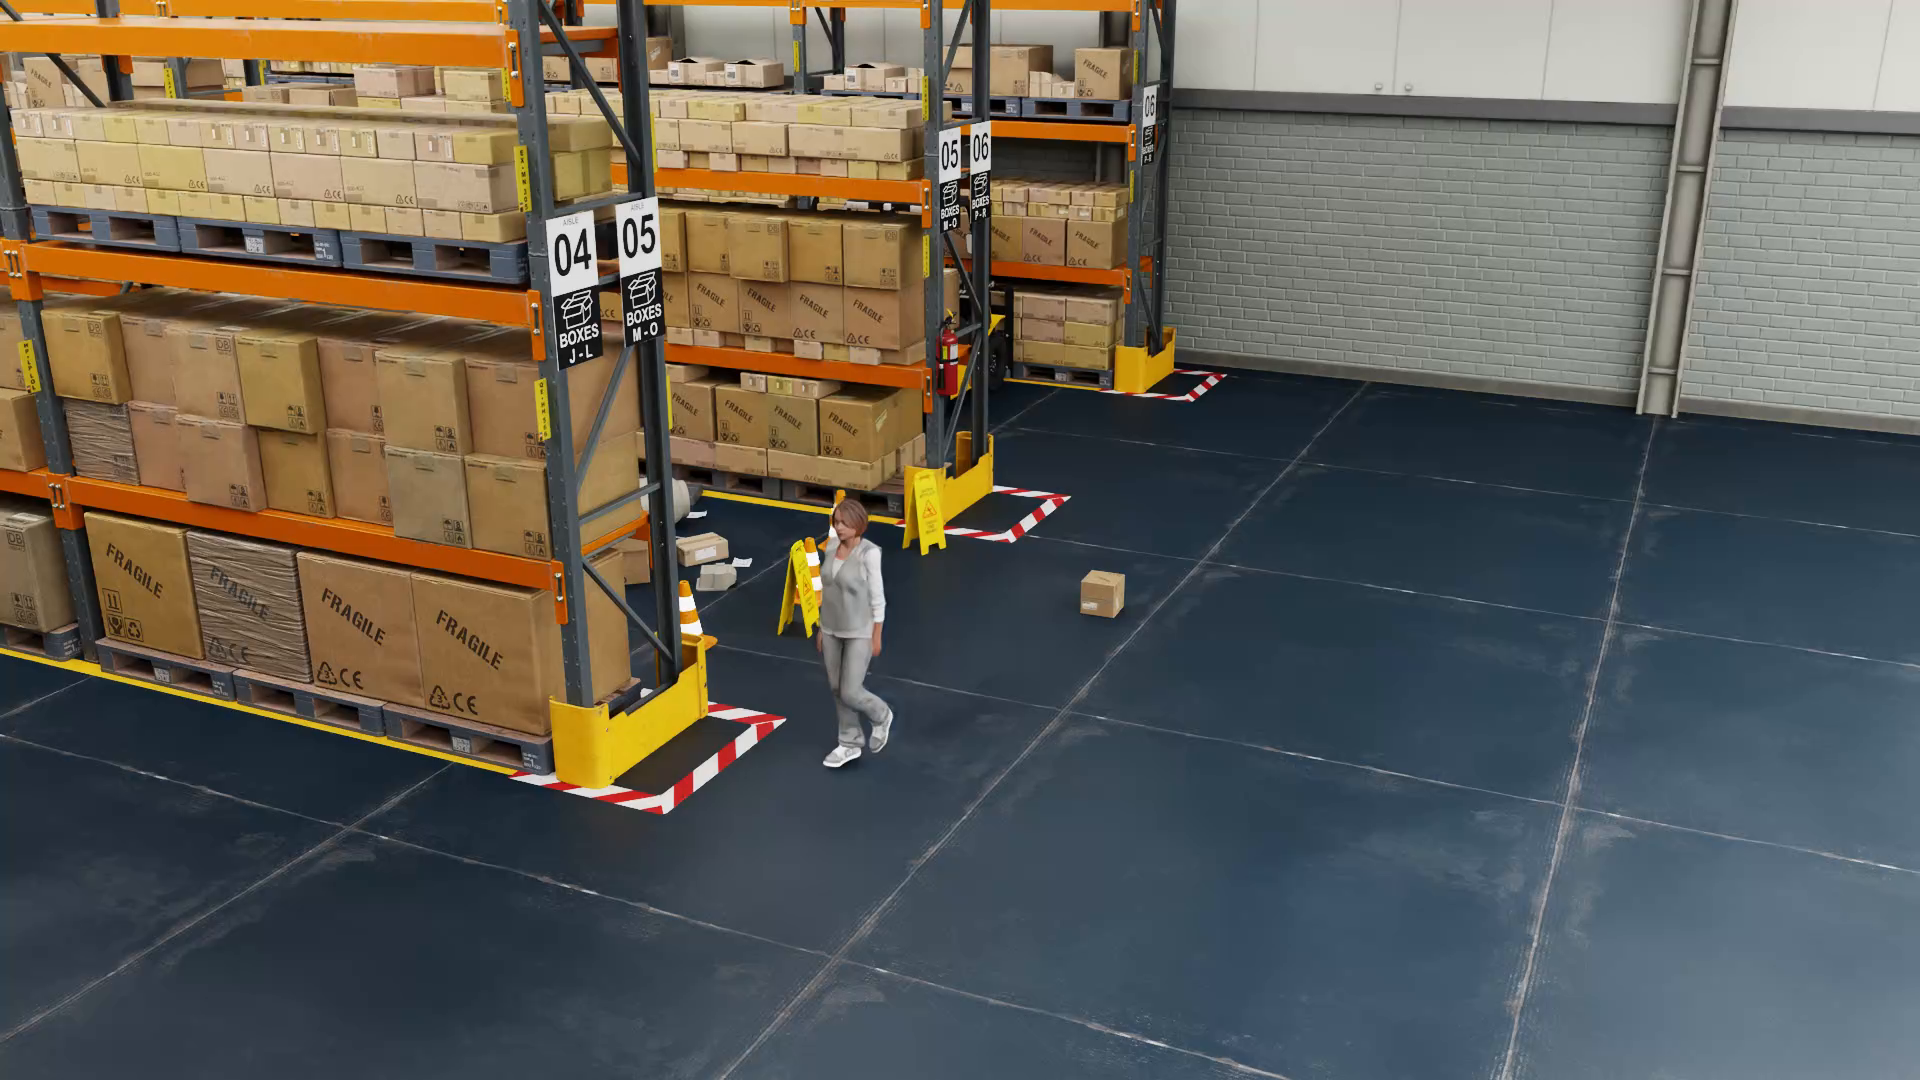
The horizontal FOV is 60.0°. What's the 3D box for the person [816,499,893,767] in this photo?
[{"bbox_3d":[-0.612,0.529,9.504,0.414,1.590,0.449,15,24,36],"label":"person"}]
